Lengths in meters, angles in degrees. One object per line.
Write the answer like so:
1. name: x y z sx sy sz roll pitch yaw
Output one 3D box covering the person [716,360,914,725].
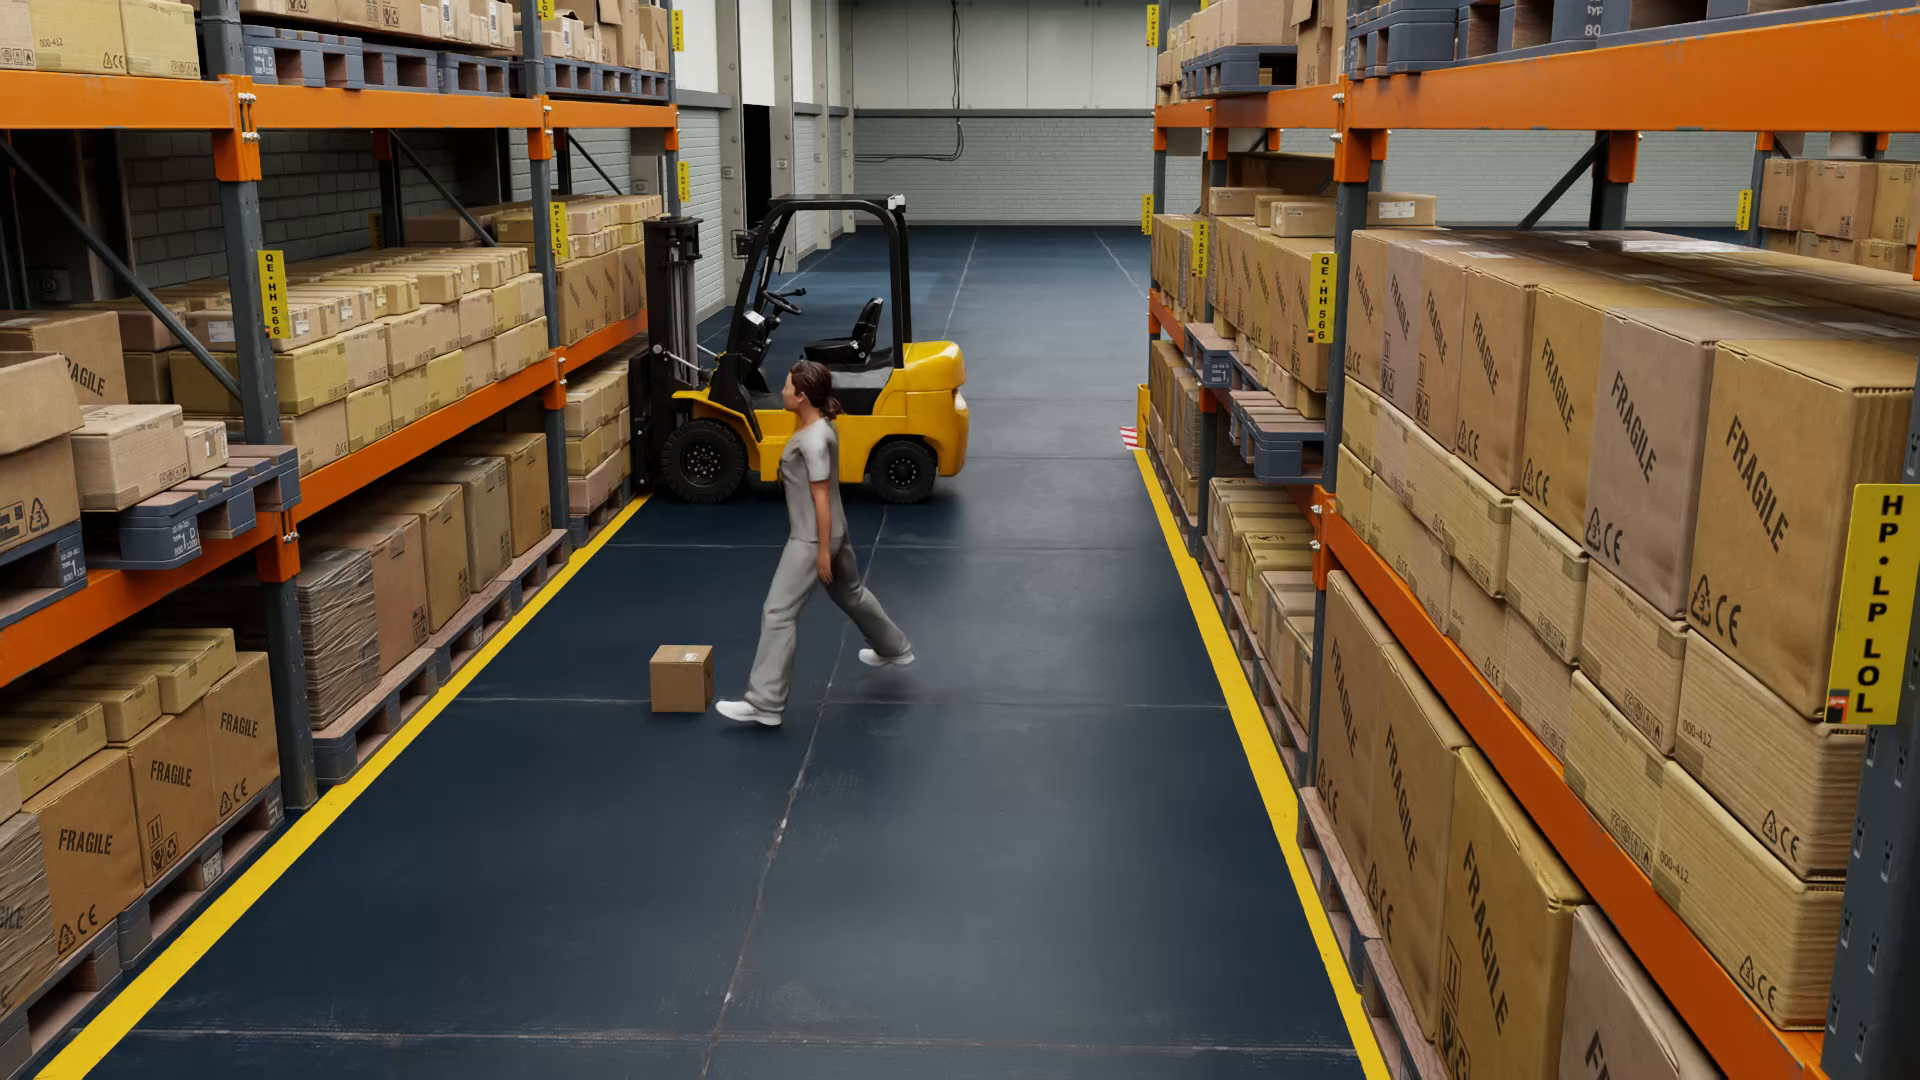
1. person: -0.664 -0.035 7.705 0.873 1.625 0.834 0 14 1
